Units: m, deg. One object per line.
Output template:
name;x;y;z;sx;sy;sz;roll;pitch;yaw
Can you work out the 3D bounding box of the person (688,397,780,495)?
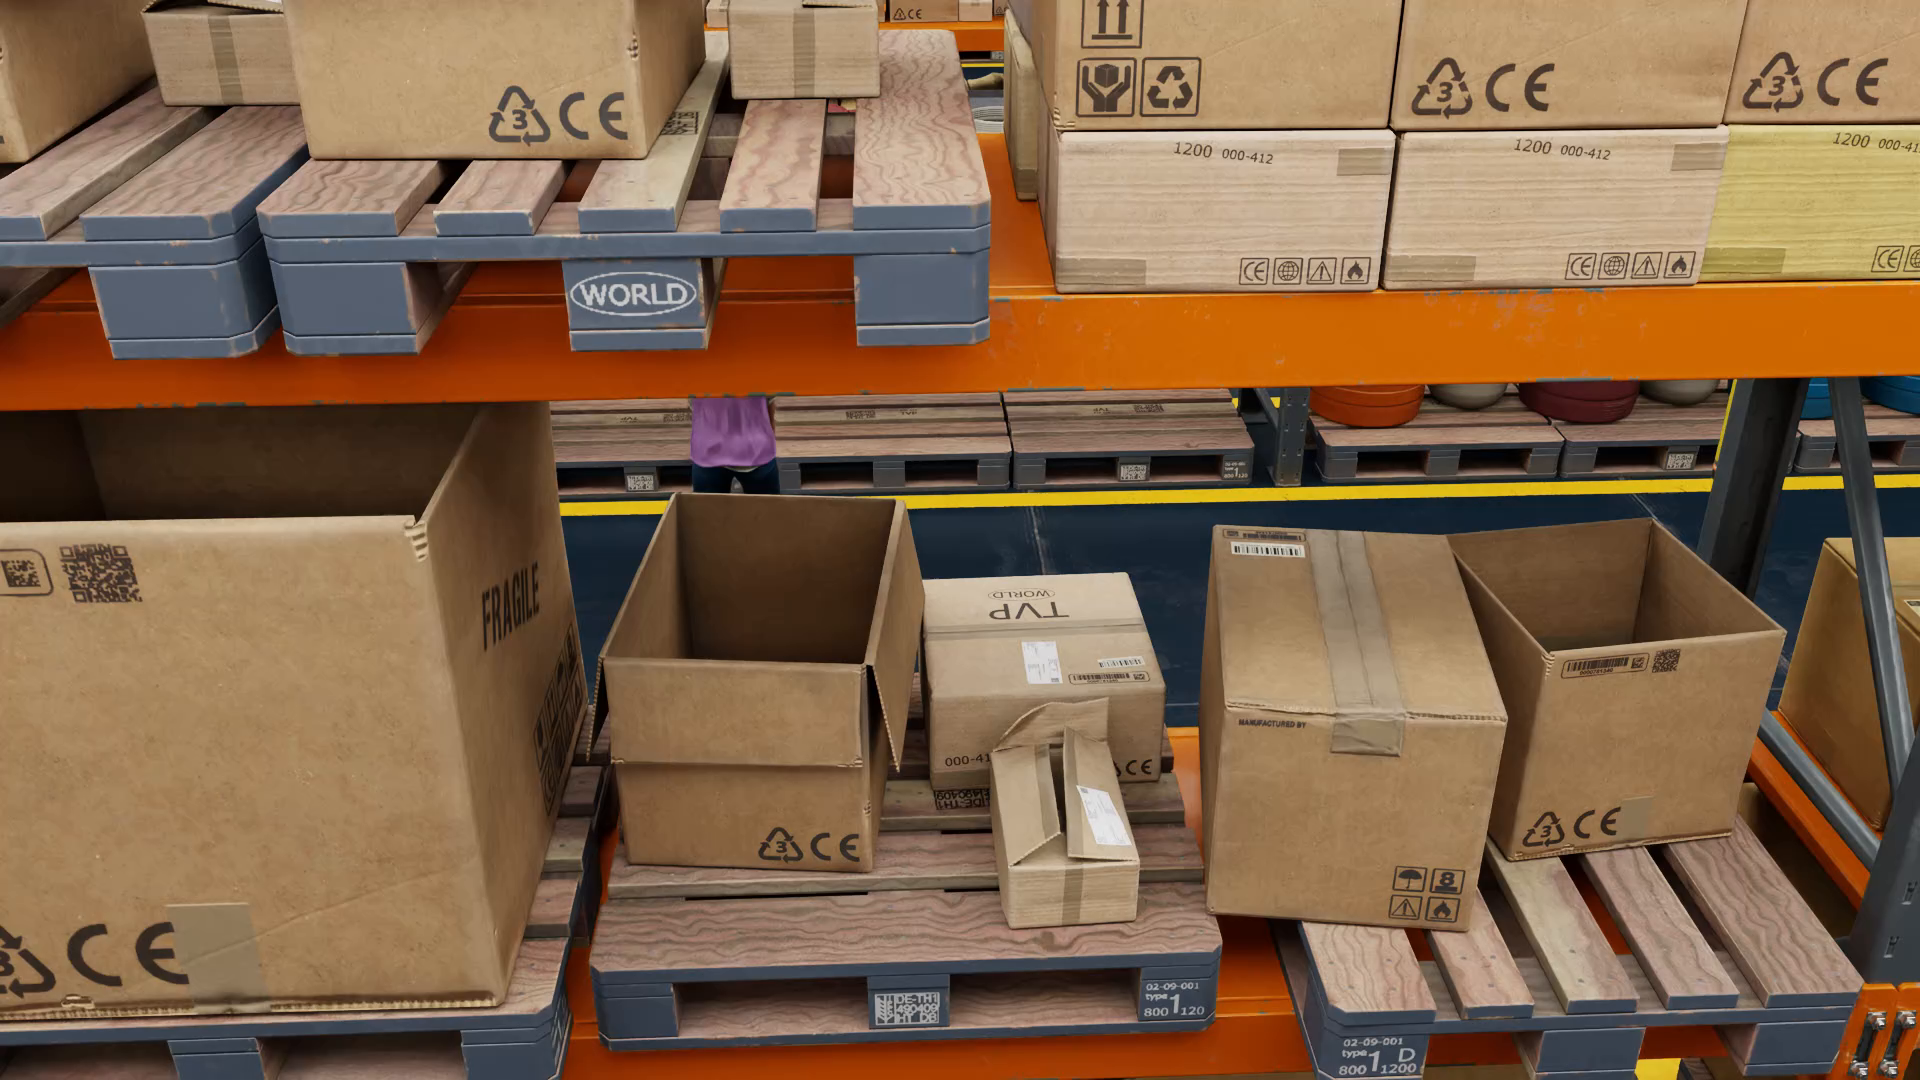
person;-0.929;-0.368;6.830;0.375;1.599;0.499;-2;28;-3
